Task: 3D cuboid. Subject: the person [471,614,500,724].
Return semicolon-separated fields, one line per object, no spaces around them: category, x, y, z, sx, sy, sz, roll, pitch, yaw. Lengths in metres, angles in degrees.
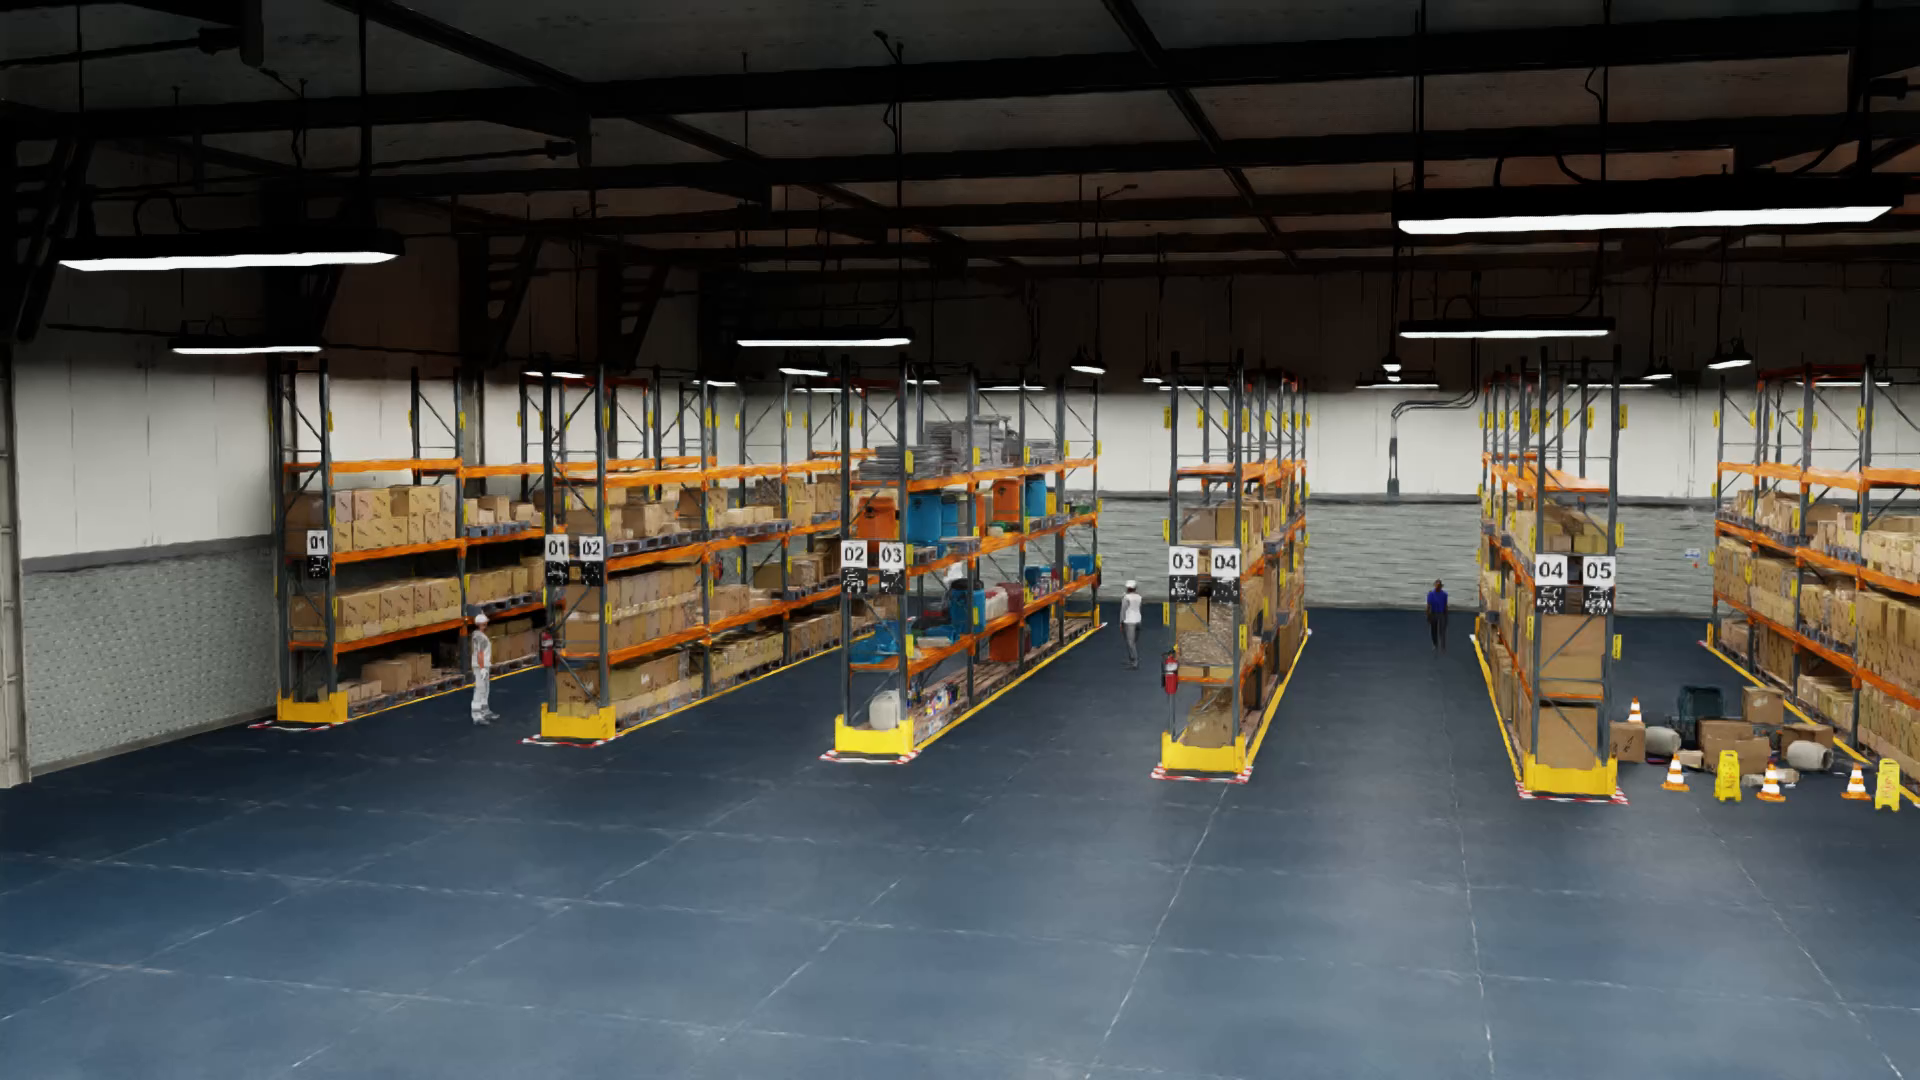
person;-7.861;2.114;27.508;0.442;1.792;0.606;-1;4;-15

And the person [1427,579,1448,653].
person;10.297;1.606;35.873;0.449;1.553;1.060;1;4;18

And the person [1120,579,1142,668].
person;3.445;1.679;33.715;0.572;1.769;0.618;4;6;42

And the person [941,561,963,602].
person;-0.281;1.002;43.388;0.724;1.773;0.482;-2;5;-27
